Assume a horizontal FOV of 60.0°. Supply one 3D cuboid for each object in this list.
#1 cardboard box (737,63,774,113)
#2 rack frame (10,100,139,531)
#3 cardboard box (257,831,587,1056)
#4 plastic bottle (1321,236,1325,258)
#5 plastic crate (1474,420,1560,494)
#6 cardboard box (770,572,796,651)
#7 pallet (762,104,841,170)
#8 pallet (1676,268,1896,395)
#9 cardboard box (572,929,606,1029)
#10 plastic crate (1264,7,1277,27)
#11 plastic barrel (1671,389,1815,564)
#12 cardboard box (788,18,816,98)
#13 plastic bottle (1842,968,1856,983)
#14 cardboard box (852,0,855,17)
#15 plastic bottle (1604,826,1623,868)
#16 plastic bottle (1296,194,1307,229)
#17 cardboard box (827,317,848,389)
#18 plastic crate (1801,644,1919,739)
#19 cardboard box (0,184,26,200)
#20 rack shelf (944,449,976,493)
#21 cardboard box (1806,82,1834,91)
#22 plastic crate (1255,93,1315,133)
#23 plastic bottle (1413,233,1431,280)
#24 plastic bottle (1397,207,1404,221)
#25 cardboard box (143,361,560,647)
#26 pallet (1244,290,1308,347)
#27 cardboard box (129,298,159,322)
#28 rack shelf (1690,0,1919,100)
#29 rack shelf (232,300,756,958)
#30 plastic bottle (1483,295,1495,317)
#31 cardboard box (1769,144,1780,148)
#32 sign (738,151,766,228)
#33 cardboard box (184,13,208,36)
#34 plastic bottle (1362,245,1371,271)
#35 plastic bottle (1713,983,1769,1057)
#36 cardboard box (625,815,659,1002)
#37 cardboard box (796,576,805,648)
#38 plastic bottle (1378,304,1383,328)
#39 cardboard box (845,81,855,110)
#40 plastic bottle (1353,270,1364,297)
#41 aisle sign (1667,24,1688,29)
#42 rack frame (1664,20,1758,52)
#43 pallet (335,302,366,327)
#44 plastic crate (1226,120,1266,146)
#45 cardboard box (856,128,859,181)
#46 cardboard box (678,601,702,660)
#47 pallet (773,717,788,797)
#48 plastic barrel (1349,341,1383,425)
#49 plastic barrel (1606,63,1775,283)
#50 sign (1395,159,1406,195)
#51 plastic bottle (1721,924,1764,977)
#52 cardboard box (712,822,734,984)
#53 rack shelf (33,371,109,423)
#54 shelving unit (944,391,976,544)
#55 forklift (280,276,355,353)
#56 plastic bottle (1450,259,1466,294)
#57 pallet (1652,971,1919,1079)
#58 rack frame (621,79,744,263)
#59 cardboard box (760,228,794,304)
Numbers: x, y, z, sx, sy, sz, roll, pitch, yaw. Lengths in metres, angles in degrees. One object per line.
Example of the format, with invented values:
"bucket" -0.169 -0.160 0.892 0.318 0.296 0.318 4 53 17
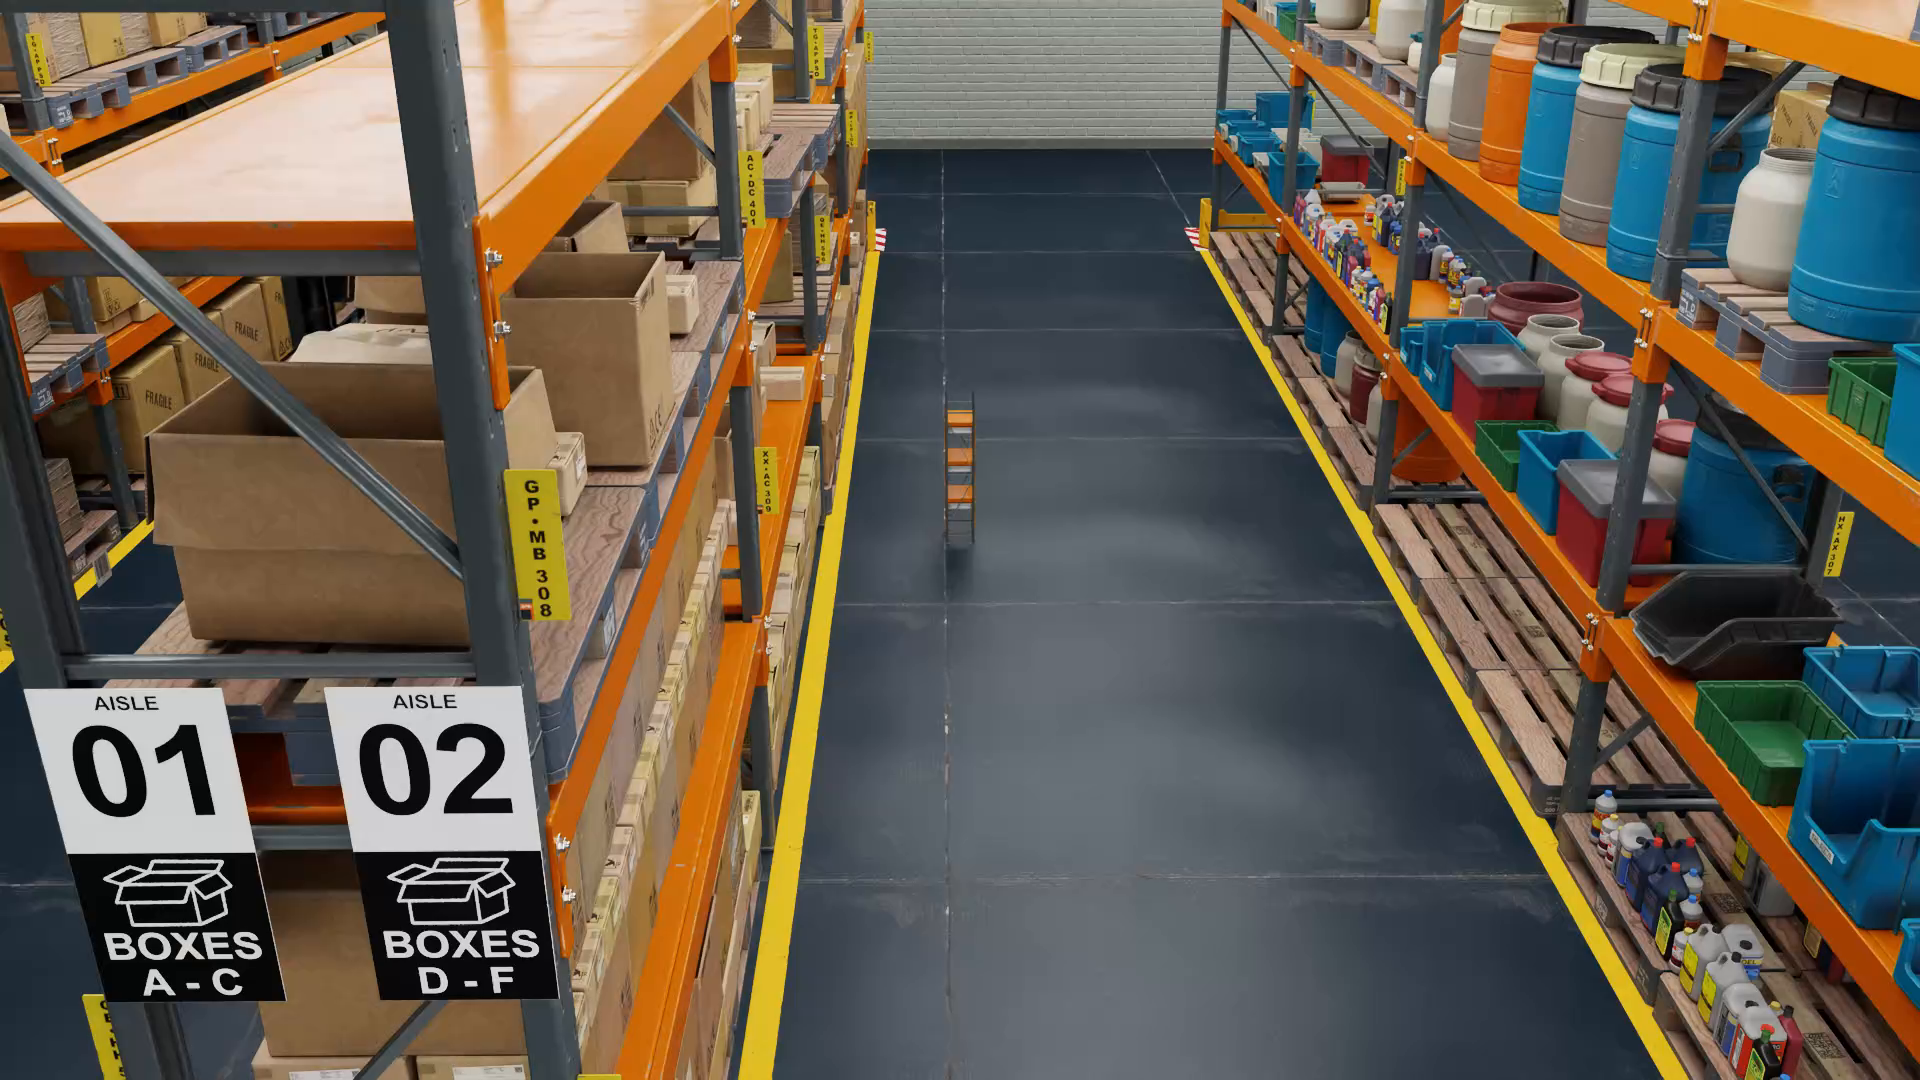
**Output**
"cardboard box" -1.414 -2.786 10.302 0.500 0.250 0.500 -2 24 -4
"rack frame" -6.429 -1.459 11.335 1.000 3.000 0.127 0 24 -1
"cardboard box" -1.381 0.963 4.285 0.700 0.500 0.500 0 24 0
"plastic bottle" 3.042 -2.439 13.744 0.097 0.201 0.097 0 24 0
"plastic crate" 3.220 -0.475 9.417 0.450 0.188 0.662 0 24 -1
"cardboard box" -1.194 0.381 9.415 0.500 0.311 0.500 -1 24 -2
"pallet" -1.379 -2.484 10.191 1.213 0.211 1.003 1 24 2
"pallet" 3.627 -0.839 6.554 1.213 0.211 1.003 0 24 -1
"cardboard box" -1.183 1.201 4.545 0.380 0.149 0.250 -1 24 -2
"plastic crate" 3.040 -4.921 15.669 0.293 0.136 0.466 0 24 -1
"plastic barrel" 3.820 -0.244 8.041 0.600 0.901 0.708 0 24 -1
"cardboard box" -1.525 -3.499 12.085 0.910 0.500 0.500 0 24 -1
"plastic bottle" 3.820 1.729 7.059 0.152 0.276 0.135 0 24 0
"cardboard box" -1.291 -5.249 16.257 0.500 0.250 0.500 0 24 -1
"plastic bottle" 3.089 1.437 7.796 0.097 0.201 0.097 0 24 0
"plastic bottle" 3.013 -2.890 14.642 0.061 0.283 0.133 0 24 -1
"cardboard box" -1.225 -1.580 14.103 0.500 0.500 0.500 0 24 0
"plastic crate" 3.805 0.667 6.815 0.499 0.251 0.616 0 24 -1
"cardboard box" -6.695 -2.390 11.977 0.500 0.250 0.500 -1 24 -2
"rack shelf" -0.001 -0.491 11.587 0.215 0.259 0.240 0 24 -1
"cardboard box" 8.629 -4.199 16.304 0.500 0.500 0.500 -1 24 -2
"plastic crate" 3.581 -4.706 18.400 0.616 0.435 0.499 0 24 -1
"plastic bottle" 3.633 -2.242 13.127 0.144 0.351 0.185 0 24 -1
"plastic bottle" 3.773 -2.676 14.086 0.144 0.351 0.185 0 24 -1
"cardboard box" -1.390 -0.092 3.868 0.797 0.503 0.637 1 24 3
"pallet" 3.387 -2.184 16.322 1.003 0.211 1.213 0 24 -1
"cardboard box" -6.113 -1.704 12.158 0.380 0.149 0.250 0 24 1
"rack shelf" 3.543 -1.254 4.962 1.077 0.370 4.000 0 24 -1
"rack shelf" -1.410 -0.049 5.452 1.077 0.370 4.000 0 24 -1
"plastic bottle" 3.796 -1.627 11.857 0.152 0.276 0.135 0 24 -1
"cardboard box" 8.111 -3.635 15.968 0.500 0.250 0.500 0 24 1
"sign" -0.877 -1.476 7.010 0.100 0.325 0.005 0 24 -1
"cardboard box" -6.573 -4.357 13.448 0.700 0.500 0.500 -2 24 -3
"plastic bottle" 3.176 -2.163 13.033 0.061 0.283 0.133 0 24 -1
"plastic bottle" 3.130 1.918 6.641 0.152 0.276 0.135 -1 24 -2
"cardboard box" -1.391 1.155 5.435 0.700 0.500 0.500 0 24 0
"cardboard box" -1.206 0.426 9.995 0.500 0.250 0.500 0 24 0
"plastic bottle" 3.064 -1.625 11.945 0.097 0.201 0.097 0 24 0
"cardboard box" -1.249 -4.040 15.708 0.500 0.500 0.500 -1 24 -2
"plastic bottle" 3.055 -1.961 12.687 0.097 0.201 0.097 0 24 0
"aisle sign" 8.042 -6.035 18.299 0.394 0.787 0.004 0 24 -1
"rack frame" 8.343 -4.822 18.772 1.000 3.000 0.127 0 24 -1
"pallet" -6.402 -2.150 16.248 1.003 0.211 1.213 0 24 -1
"plastic crate" 3.071 -4.376 17.917 0.416 0.233 0.300 0 24 -1
"cardboard box" -1.264 -3.805 16.401 0.500 0.500 0.500 0 24 -1
"cardboard box" -1.205 0.355 6.417 0.380 0.149 0.250 0 24 -1
"pallet" -1.479 1.133 8.989 1.003 0.211 1.213 0 24 -1
"plastic barrel" 3.443 -1.263 13.319 0.600 0.588 0.708 0 24 -1
"plastic barrel" 3.299 -1.659 7.529 0.600 0.901 0.708 0 24 -1
"sign" 3.984 -3.279 15.025 0.100 0.325 0.005 0 24 -1
"plastic bottle" 3.270 1.762 6.986 0.152 0.276 0.135 0 24 -1
"cardboard box" -1.205 1.488 6.738 0.500 0.500 0.500 0 24 -1
"rack shelf" -6.407 -0.307 9.662 1.077 0.370 4.000 0 24 -1
"shelving unit" -0.001 -0.500 11.582 0.215 1.050 0.252 0 24 -1
"forklift" -3.131 -0.691 9.720 1.130 2.935 3.031 -1 24 -1
"plastic bottle" 3.813 -2.013 12.717 0.097 0.271 0.097 0 24 0
"pallet" 3.503 2.196 6.638 1.003 0.211 1.213 0 24 -1
"rack frame" -1.432 -2.568 6.507 1.000 3.000 0.127 0 24 -1
"cardboard box" -1.595 -1.978 11.854 0.700 0.500 0.500 -9 26 -18
